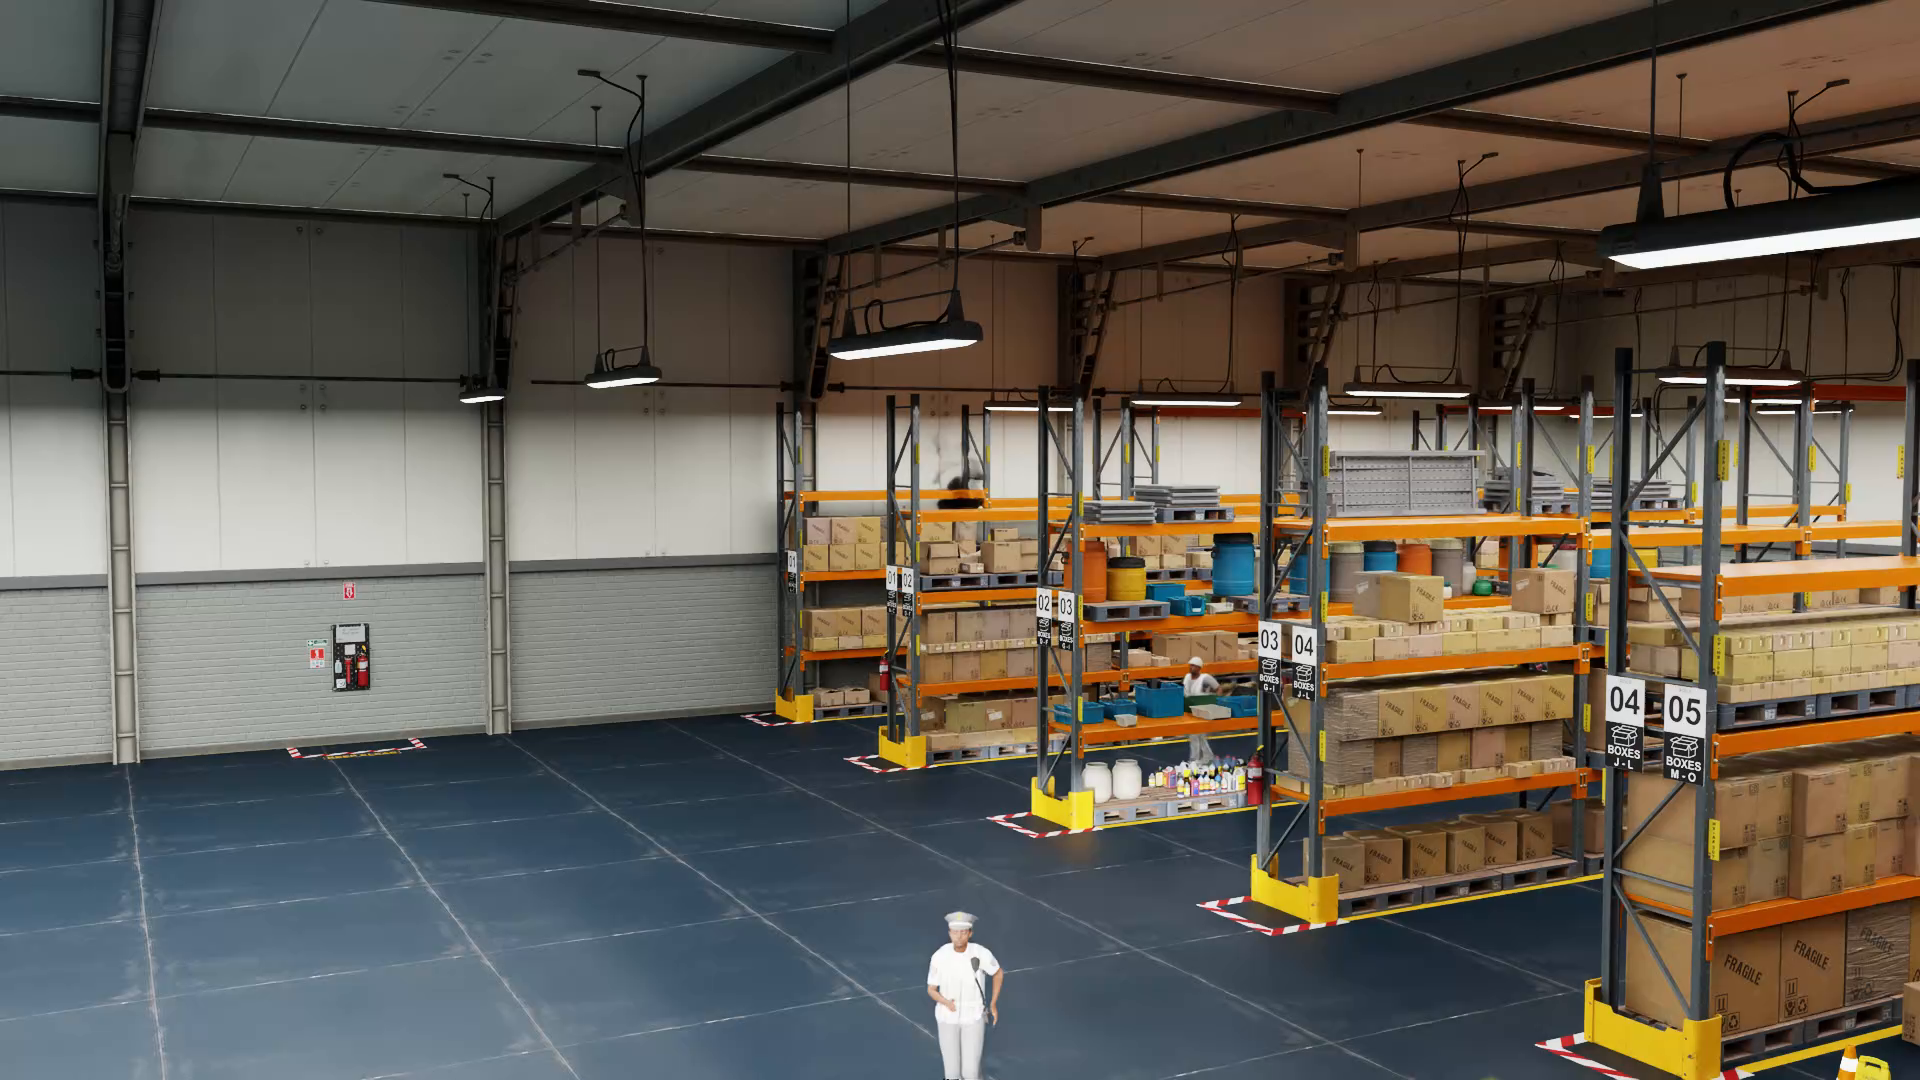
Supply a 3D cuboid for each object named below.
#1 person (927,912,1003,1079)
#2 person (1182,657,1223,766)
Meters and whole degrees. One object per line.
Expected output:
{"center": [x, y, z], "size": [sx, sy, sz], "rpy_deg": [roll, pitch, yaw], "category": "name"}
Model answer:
{"center": [0.024, 3.610, 12.466], "size": [0.549, 1.671, 0.649], "rpy_deg": [0, 3, 8], "category": "person"}
{"center": [3.795, 2.783, 26.504], "size": [0.786, 1.857, 0.703], "rpy_deg": [-2, 4, -33], "category": "person"}
